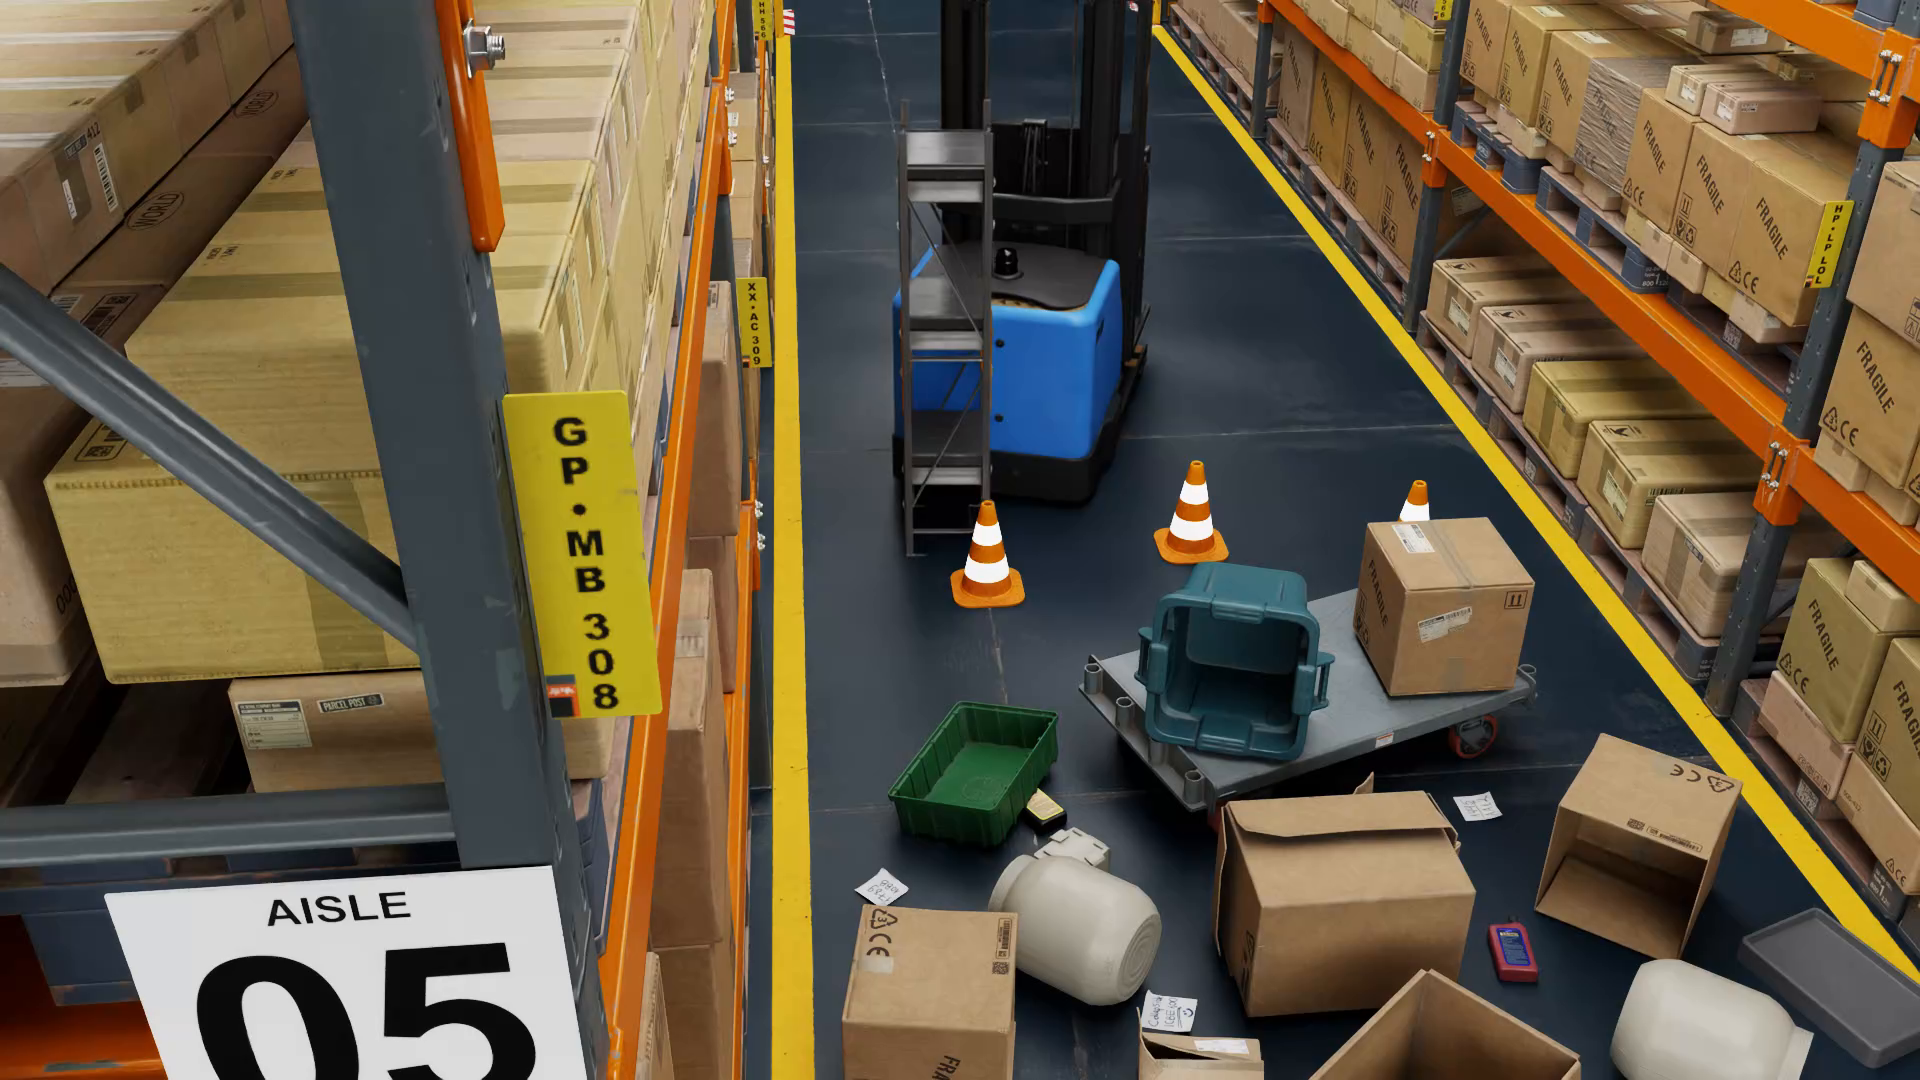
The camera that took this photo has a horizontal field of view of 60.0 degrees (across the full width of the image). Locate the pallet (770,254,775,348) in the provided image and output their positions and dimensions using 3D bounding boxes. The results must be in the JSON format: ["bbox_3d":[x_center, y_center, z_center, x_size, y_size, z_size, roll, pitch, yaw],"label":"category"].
[{"bbox_3d":[-1.694,-1.545,10.631,1.003,0.211,1.213,-3,31,-5],"label":"pallet"}]

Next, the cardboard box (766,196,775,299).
[{"bbox_3d":[-1.435,-1.824,10.407,0.500,0.500,0.500,-4,31,-7],"label":"cardboard box"}]

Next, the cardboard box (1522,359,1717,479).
[{"bbox_3d":[3.481,-0.632,8.535,0.950,0.372,0.625,-2,31,-3],"label":"cardboard box"}]

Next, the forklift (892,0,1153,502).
[{"bbox_3d":[0.498,-2.197,9.070,1.130,2.935,3.031,7,32,12],"label":"forklift"}]

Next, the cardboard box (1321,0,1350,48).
[{"bbox_3d":[2.820,-3.591,11.482,0.500,0.250,0.500,-3,31,-5],"label":"cardboard box"}]

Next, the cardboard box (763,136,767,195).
[{"bbox_3d":[-1.493,-2.395,10.631,0.500,0.250,0.500,-3,31,-5],"label":"cardboard box"}]

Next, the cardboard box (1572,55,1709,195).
[{"bbox_3d":[3.259,-1.950,7.792,0.500,0.500,0.500,-4,31,-6],"label":"cardboard box"}]

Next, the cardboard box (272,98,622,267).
[{"bbox_3d":[-0.636,-0.449,2.111,0.380,0.149,0.250,-3,31,-5],"label":"cardboard box"}]

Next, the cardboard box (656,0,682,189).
[{"bbox_3d":[-0.807,-0.865,3.197,0.500,0.250,0.500,-3,31,-5],"label":"cardboard box"}]

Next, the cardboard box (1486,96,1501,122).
[{"bbox_3d":[3.135,-2.384,9.151,0.380,0.149,0.250,-5,31,-8],"label":"cardboard box"}]

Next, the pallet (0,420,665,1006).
[{"bbox_3d":[-0.955,0.113,2.297,1.003,0.211,1.213,-3,31,-5],"label":"pallet"}]

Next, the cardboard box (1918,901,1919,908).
[{"bbox_3d":[3.570,1.267,5.475,0.500,0.250,0.500,-3,31,-5],"label":"cardboard box"}]

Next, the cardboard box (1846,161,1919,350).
[{"bbox_3d":[3.495,-0.955,5.561,0.700,0.500,0.500,-3,31,-5],"label":"cardboard box"}]

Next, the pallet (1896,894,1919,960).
[{"bbox_3d":[3.885,1.573,5.411,1.003,0.211,1.213,-3,31,-5],"label":"pallet"}]

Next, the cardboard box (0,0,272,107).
[{"bbox_3d":[-1.363,-0.809,2.715,0.380,0.149,0.250,-3,31,-5],"label":"cardboard box"}]

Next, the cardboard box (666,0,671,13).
[{"bbox_3d":[-0.755,-1.100,3.202,0.380,0.149,0.250,-2,31,-4],"label":"cardboard box"}]

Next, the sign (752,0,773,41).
[{"bbox_3d":[-1.070,-2.869,8.999,0.100,0.325,0.005,-3,31,-5],"label":"sign"}]

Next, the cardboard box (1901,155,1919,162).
[{"bbox_3d":[3.912,-1.194,6.527,0.500,0.500,0.500,-2,31,-3],"label":"cardboard box"}]

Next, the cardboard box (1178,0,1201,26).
[{"bbox_3d":[2.710,-5.465,16.563,0.875,0.438,0.875,-4,31,-6],"label":"cardboard box"}]

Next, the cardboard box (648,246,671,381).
[{"bbox_3d":[-0.683,-0.368,2.754,0.380,0.149,0.250,-3,31,-4],"label":"cardboard box"}]

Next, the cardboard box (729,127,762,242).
[{"bbox_3d":[-1.221,-1.659,8.005,0.500,0.500,0.500,-3,31,-5],"label":"cardboard box"}]

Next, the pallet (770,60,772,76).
[{"bbox_3d":[-2.211,-4.154,14.999,1.003,0.211,1.213,-3,31,-5],"label":"pallet"}]

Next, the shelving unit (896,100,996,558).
[{"bbox_3d":[-0.062,-0.946,7.785,0.431,2.100,0.503,0,31,0],"label":"shelving unit"}]

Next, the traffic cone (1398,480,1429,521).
[{"bbox_3d":[2.160,-0.067,7.911,0.336,0.463,0.334,-3,31,-5],"label":"traffic cone"}]

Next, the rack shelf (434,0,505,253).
[{"bbox_3d":[-1.062,-1.375,2.868,1.077,0.370,4.000,-3,31,-5],"label":"rack shelf"}]

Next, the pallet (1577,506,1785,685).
[{"bbox_3d":[3.596,0.210,7.693,1.003,0.211,1.213,-3,31,-5],"label":"pallet"}]

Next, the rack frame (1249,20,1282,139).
[{"bbox_3d":[2.923,-4.674,13.151,1.000,3.000,0.127,-3,31,-5],"label":"rack frame"}]

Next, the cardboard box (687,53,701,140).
[{"bbox_3d":[-0.801,-1.015,3.837,0.380,0.149,0.250,-2,31,-4],"label":"cardboard box"}]

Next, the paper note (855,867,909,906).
[{"bbox_3d":[-0.285,1.273,6.088,0.142,0.020,0.147,27,40,37],"label":"paper note"}]

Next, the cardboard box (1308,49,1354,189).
[{"bbox_3d":[3.152,-3.169,12.293,0.875,0.875,0.875,-2,31,-3],"label":"cardboard box"}]

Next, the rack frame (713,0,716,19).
[{"bbox_3d":[-1.249,-2.877,4.291,1.000,3.000,0.127,-3,31,-5],"label":"rack frame"}]

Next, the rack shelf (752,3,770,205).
[{"bbox_3d":[-1.810,-3.056,11.142,1.077,0.370,4.000,-3,31,-5],"label":"rack shelf"}]

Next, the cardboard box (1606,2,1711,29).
[{"bbox_3d":[3.675,-2.501,8.715,0.500,0.500,0.500,-3,31,-5],"label":"cardboard box"}]

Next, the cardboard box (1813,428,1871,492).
[{"bbox_3d":[3.380,-0.306,6.082,0.380,0.149,0.250,-3,31,-5],"label":"cardboard box"}]

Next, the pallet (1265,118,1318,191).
[{"bbox_3d":[3.070,-3.087,13.212,1.003,0.211,1.213,-3,31,-5],"label":"pallet"}]

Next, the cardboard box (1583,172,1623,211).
[{"bbox_3d":[3.244,-1.702,8.010,0.380,0.149,0.250,-2,31,-3],"label":"cardboard box"}]

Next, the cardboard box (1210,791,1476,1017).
[{"bbox_3d":[1.263,1.213,5.596,0.797,0.637,0.503,-3,31,-5],"label":"cardboard box"}]

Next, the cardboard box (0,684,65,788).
[{"bbox_3d":[-1.244,0.184,1.829,0.380,0.149,0.250,-3,31,-5],"label":"cardboard box"}]

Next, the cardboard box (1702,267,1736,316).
[{"bbox_3d":[3.340,-1.047,6.914,0.380,0.149,0.250,-4,31,-6],"label":"cardboard box"}]

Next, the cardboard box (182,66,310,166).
[{"bbox_3d":[-1.291,-0.582,2.723,0.500,0.250,0.500,-3,31,-5],"label":"cardboard box"}]

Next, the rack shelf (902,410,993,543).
[{"bbox_3d":[-0.062,-0.333,8.151,0.431,0.518,0.480,0,31,0],"label":"rack shelf"}]

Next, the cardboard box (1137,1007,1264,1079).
[{"bbox_3d":[0.745,1.662,5.209,0.396,0.266,0.258,2,31,4],"label":"cardboard box"}]

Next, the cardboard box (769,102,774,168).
[{"bbox_3d":[-1.676,-3.127,12.588,0.500,0.500,0.500,-3,31,-6],"label":"cardboard box"}]

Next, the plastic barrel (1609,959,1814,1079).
[{"bbox_3d":[2.343,1.576,5.198,0.512,0.421,0.421,20,36,29],"label":"plastic barrel"}]

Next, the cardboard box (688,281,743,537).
[{"bbox_3d":[-1.082,-0.364,4.735,0.875,0.550,0.550,-3,31,-5],"label":"cardboard box"}]

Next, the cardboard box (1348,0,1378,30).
[{"bbox_3d":[2.878,-3.540,10.909,0.500,0.250,0.500,-4,31,-6],"label":"cardboard box"}]

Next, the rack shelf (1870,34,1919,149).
[{"bbox_3d":[3.857,-0.548,4.018,1.077,0.370,4.000,-3,31,-5],"label":"rack shelf"}]

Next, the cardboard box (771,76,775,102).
[{"bbox_3d":[-1.712,-3.670,13.550,0.380,0.149,0.250,-1,31,-2],"label":"cardboard box"}]
